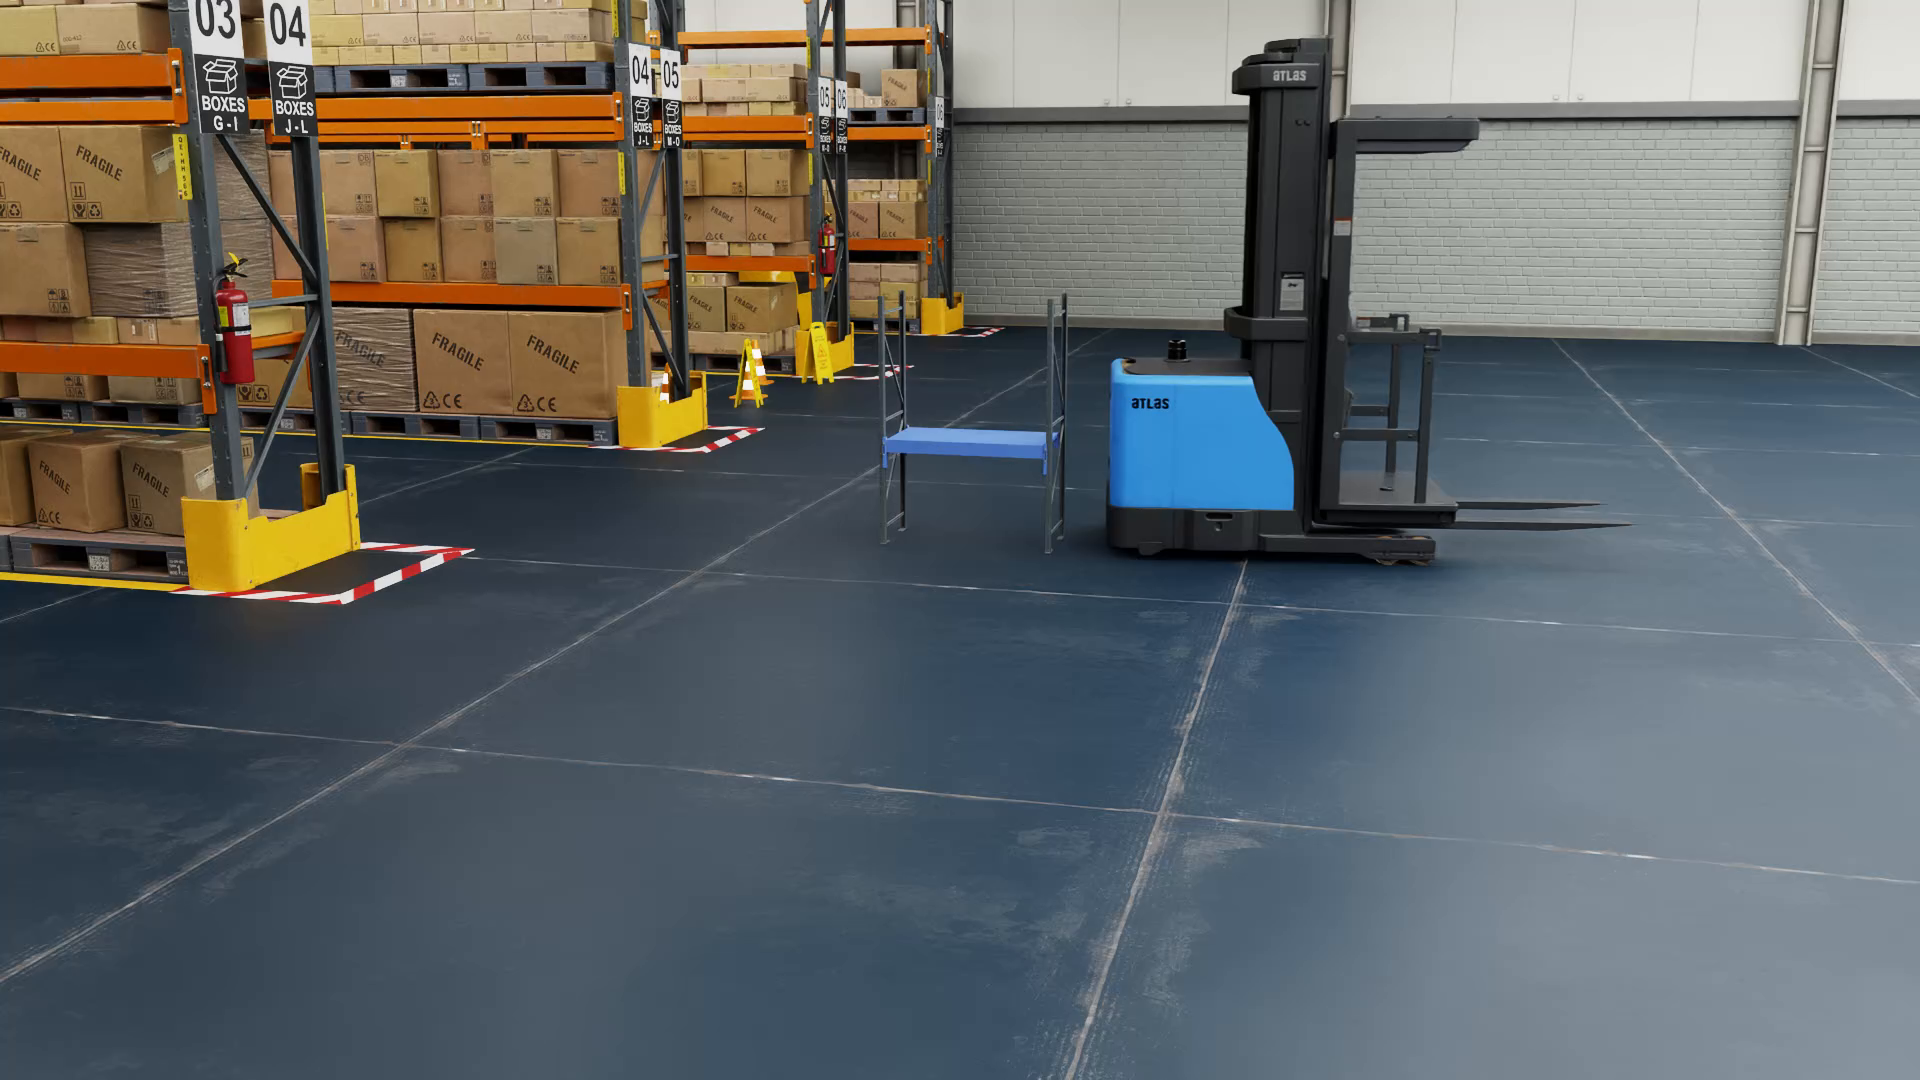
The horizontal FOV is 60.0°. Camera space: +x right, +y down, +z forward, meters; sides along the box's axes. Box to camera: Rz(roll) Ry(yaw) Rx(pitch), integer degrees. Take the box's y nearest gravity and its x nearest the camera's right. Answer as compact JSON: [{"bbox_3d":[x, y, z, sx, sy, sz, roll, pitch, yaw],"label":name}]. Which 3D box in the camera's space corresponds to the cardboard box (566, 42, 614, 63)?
[{"bbox_3d":[-2.947,-3.886,13.279,0.250,0.149,0.380,3,13,13],"label":"cardboard box"}]

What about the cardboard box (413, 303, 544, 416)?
[{"bbox_3d":[-4.072,-1.579,14.361,0.875,0.875,0.875,3,13,13],"label":"cardboard box"}]

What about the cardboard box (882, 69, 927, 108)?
[{"bbox_3d":[-0.757,-6.174,22.778,0.500,0.500,0.500,3,13,15],"label":"cardboard box"}]

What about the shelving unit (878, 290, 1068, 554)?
[{"bbox_3d":[0.083,-0.728,10.051,1.048,1.500,0.538,3,13,14],"label":"shelving unit"}]

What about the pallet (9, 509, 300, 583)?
[{"bbox_3d":[-4.683,0.001,9.743,1.213,0.211,1.003,3,13,14],"label":"pallet"}]

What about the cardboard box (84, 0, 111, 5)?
[{"bbox_3d":[-4.398,-2.880,8.789,0.250,0.149,0.380,3,13,12],"label":"cardboard box"}]

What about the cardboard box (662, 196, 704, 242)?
[{"bbox_3d":[-3.018,-3.609,18.657,0.500,0.500,0.500,3,13,13],"label":"cardboard box"}]

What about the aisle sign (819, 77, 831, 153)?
[{"bbox_3d":[-1.464,-4.596,18.021,0.004,0.787,0.394,3,13,14],"label":"aisle sign"}]

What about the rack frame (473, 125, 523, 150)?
[{"bbox_3d":[-5.339,-3.599,19.528,0.127,3.000,1.000,3,13,14],"label":"rack frame"}]

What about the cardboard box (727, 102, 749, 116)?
[{"bbox_3d":[-2.368,-4.719,18.234,0.250,0.149,0.380,3,13,15],"label":"cardboard box"}]

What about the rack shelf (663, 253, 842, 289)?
[{"bbox_3d":[-3.397,-3.144,19.138,4.000,0.370,1.077,3,13,14],"label":"rack shelf"}]

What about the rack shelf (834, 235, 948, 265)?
[{"bbox_3d":[-2.211,-4.188,23.844,4.000,0.370,1.077,3,13,14],"label":"rack shelf"}]

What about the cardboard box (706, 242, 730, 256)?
[{"bbox_3d":[-2.643,-3.257,18.570,0.250,0.149,0.380,3,13,15],"label":"cardboard box"}]

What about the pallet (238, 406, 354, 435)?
[{"bbox_3d":[-5.707,-1.135,14.862,1.213,0.211,1.003,3,13,14],"label":"pallet"}]

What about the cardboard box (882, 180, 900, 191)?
[{"bbox_3d":[-0.915,-4.926,23.097,0.250,0.149,0.380,3,13,14],"label":"cardboard box"}]

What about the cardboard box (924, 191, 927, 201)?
[{"bbox_3d":[-0.537,-4.873,23.542,0.250,0.149,0.380,3,13,12],"label":"cardboard box"}]

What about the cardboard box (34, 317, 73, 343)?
[{"bbox_3d":[-4.892,-1.187,9.239,0.250,0.149,0.380,3,13,14],"label":"cardboard box"}]

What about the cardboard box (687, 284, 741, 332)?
[{"bbox_3d":[-2.803,-2.633,18.822,0.500,0.500,0.500,4,13,16],"label":"cardboard box"}]

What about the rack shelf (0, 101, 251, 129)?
[{"bbox_3d":[-8.368,-3.769,15.033,4.000,0.370,1.077,3,13,14],"label":"rack shelf"}]

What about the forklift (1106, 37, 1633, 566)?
[{"bbox_3d":[2.411,-1.403,9.791,3.031,2.935,1.130,1,13,4],"label":"forklift"}]

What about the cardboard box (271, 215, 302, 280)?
[{"bbox_3d":[-5.526,-2.585,14.614,0.550,0.550,0.875,3,13,14],"label":"cardboard box"}]

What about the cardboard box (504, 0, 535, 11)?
[{"bbox_3d":[-3.442,-4.302,13.313,0.250,0.149,0.380,3,13,14],"label":"cardboard box"}]

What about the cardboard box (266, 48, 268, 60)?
[{"bbox_3d":[-5.661,-4.031,13.933,0.250,0.149,0.380,3,13,13],"label":"cardboard box"}]

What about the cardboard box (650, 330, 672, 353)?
[{"bbox_3d":[-3.315,-2.293,19.024,0.500,0.250,0.500,3,13,12],"label":"cardboard box"}]

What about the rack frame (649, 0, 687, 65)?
[{"bbox_3d":[-4.153,-7.571,23.584,0.127,3.000,1.000,3,13,14],"label":"rack frame"}]

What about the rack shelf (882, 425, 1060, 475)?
[{"bbox_3d":[0.083,-0.552,10.090,1.000,0.185,0.538,3,13,14],"label":"rack shelf"}]

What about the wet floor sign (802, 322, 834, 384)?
[{"bbox_3d":[-1.527,-2.007,17.789,0.232,0.644,0.267,8,15,33],"label":"wet floor sign"}]

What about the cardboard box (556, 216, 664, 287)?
[{"bbox_3d":[-2.914,-2.428,13.904,0.550,0.550,0.875,3,13,14],"label":"cardboard box"}]

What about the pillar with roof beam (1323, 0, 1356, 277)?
[{"bbox_3d":[4.064,-6.373,18.181,0.400,9.000,9.100,3,13,14],"label":"pillar with roof beam"}]

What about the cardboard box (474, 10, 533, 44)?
[{"bbox_3d":[-3.571,-4.128,13.447,0.500,0.250,0.500,3,13,14],"label":"cardboard box"}]

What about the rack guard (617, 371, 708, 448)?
[{"bbox_3d":[-2.520,-1.123,14.142,0.348,0.500,1.175,3,13,14],"label":"rack guard"}]

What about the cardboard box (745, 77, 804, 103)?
[{"bbox_3d":[-2.016,-4.897,18.116,0.500,0.250,0.500,3,13,13],"label":"cardboard box"}]

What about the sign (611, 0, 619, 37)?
[{"bbox_3d":[-2.686,-4.089,12.954,0.005,0.325,0.100,3,13,14],"label":"sign"}]

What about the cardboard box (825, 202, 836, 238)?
[{"bbox_3d":[-1.809,-4.509,23.403,0.500,0.500,0.500,3,13,12],"label":"cardboard box"}]

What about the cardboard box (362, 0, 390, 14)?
[{"bbox_3d":[-4.677,-4.368,13.609,0.250,0.149,0.380,3,13,13],"label":"cardboard box"}]

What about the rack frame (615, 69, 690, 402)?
[{"bbox_3d":[-2.543,-2.345,13.877,0.127,3.000,1.000,3,13,14],"label":"rack frame"}]

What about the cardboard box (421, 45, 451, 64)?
[{"bbox_3d":[-4.180,-3.952,13.577,0.250,0.149,0.380,3,13,14],"label":"cardboard box"}]

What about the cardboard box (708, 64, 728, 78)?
[{"bbox_3d":[-2.581,-5.132,18.255,0.250,0.149,0.380,3,13,14],"label":"cardboard box"}]

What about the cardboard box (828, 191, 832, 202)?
[{"bbox_3d":[-1.674,-4.812,23.269,0.250,0.149,0.380,3,13,12],"label":"cardboard box"}]

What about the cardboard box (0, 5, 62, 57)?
[{"bbox_3d":[-4.844,-2.695,8.877,0.500,0.250,0.500,3,13,14],"label":"cardboard box"}]

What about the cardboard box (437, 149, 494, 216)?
[{"bbox_3d":[-3.961,-3.039,14.168,0.550,0.550,0.875,3,13,14],"label":"cardboard box"}]

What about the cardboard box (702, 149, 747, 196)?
[{"bbox_3d":[-2.493,-4.082,18.479,0.500,0.500,0.700,3,13,14],"label":"cardboard box"}]

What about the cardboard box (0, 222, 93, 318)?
[{"bbox_3d":[-4.871,-1.536,9.314,0.500,0.500,0.875,3,13,14],"label":"cardboard box"}]

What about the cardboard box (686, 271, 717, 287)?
[{"bbox_3d":[-2.911,-2.942,18.717,0.250,0.149,0.380,3,13,14],"label":"cardboard box"}]

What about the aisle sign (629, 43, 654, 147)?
[{"bbox_3d":[-2.546,-3.547,13.294,0.004,0.787,0.394,3,13,14],"label":"aisle sign"}]

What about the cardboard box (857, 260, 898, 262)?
[{"bbox_3d":[-1.177,-3.876,23.847,0.500,0.250,0.500,3,13,14],"label":"cardboard box"}]

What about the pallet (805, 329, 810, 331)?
[{"bbox_3d":[-2.203,-3.168,24.026,1.213,0.211,1.003,3,13,14],"label":"pallet"}]
